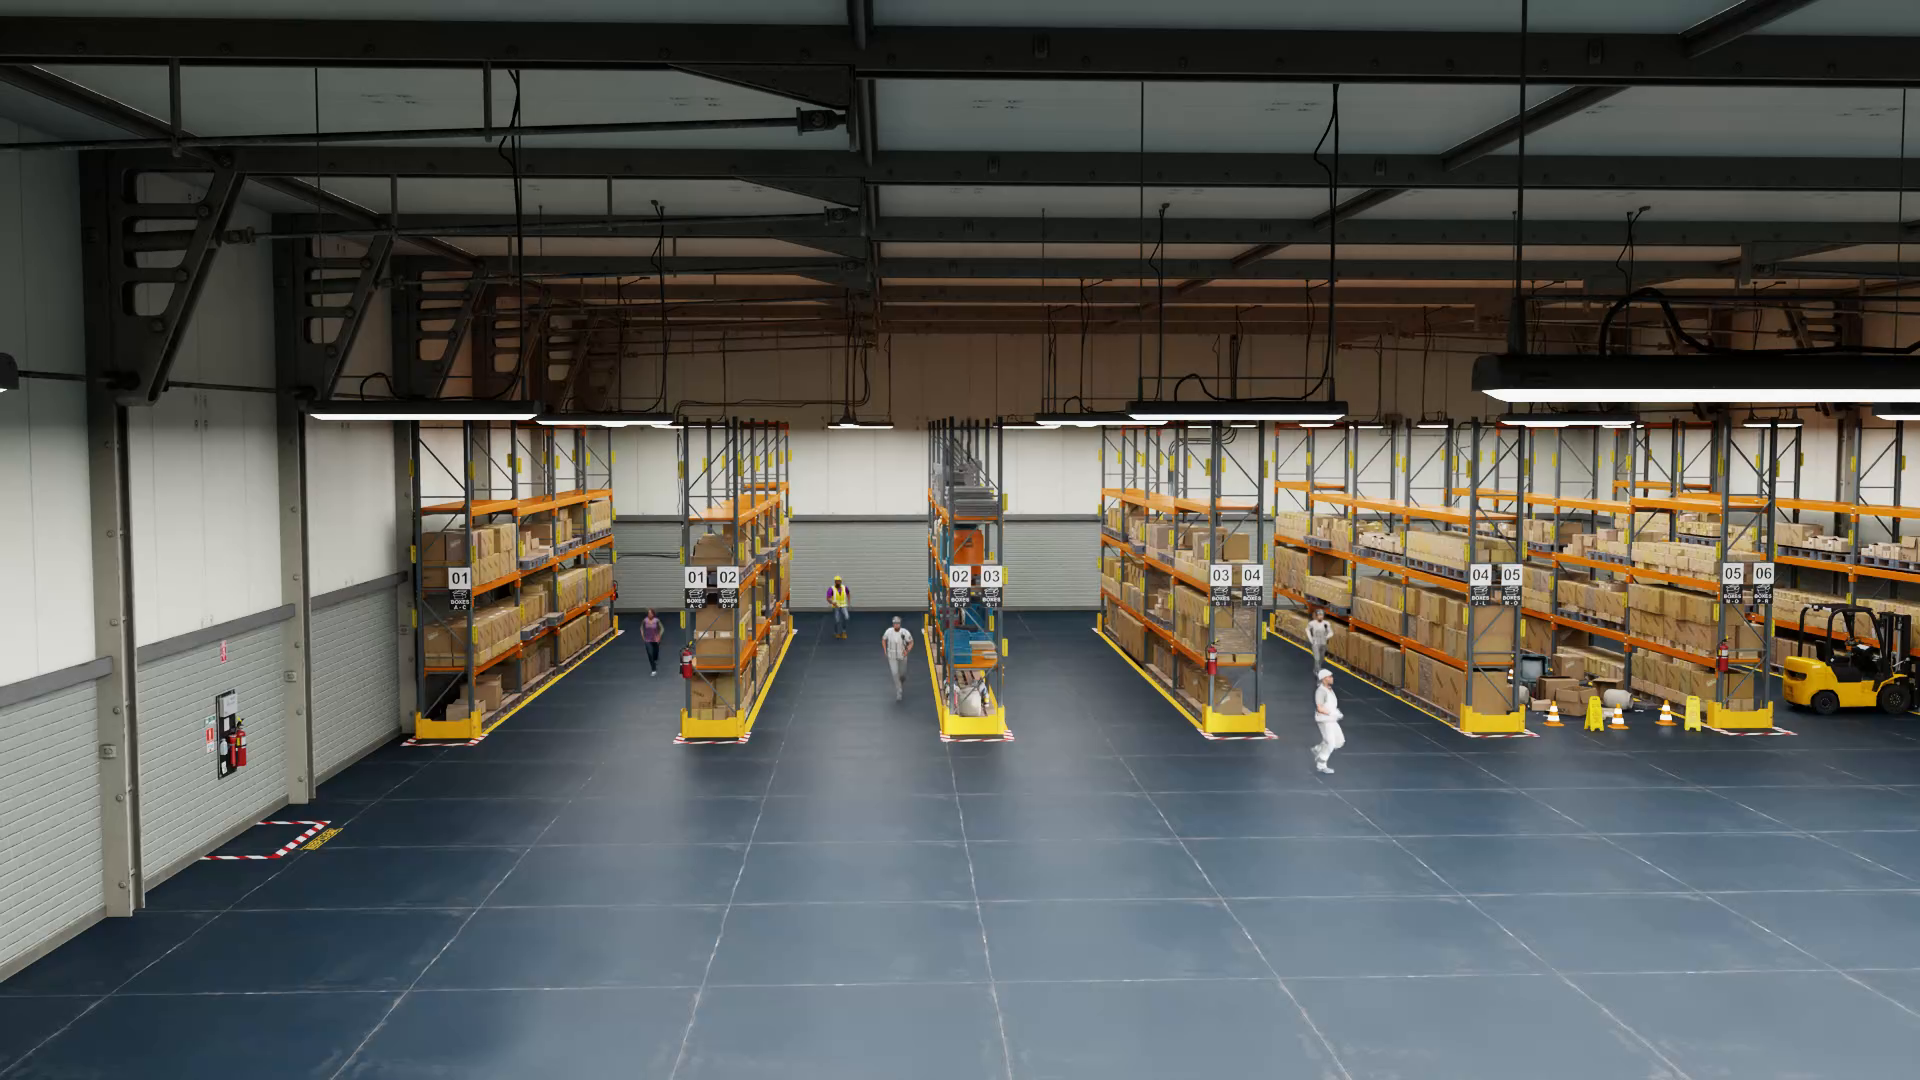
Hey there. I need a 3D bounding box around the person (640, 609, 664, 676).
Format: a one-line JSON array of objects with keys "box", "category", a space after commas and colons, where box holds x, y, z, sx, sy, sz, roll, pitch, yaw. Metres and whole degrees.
[{"box": [-7.270, 2.396, 39.228, 0.559, 1.575, 0.695, 0, 4, -4], "category": "person"}]

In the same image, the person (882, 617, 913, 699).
[{"box": [-1.350, 2.517, 35.951, 0.688, 1.770, 0.838, 0, 4, 0], "category": "person"}]

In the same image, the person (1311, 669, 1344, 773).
[{"box": [6.162, 3.034, 27.885, 0.592, 1.742, 0.655, 2, 4, 29], "category": "person"}]

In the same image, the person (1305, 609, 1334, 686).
[{"box": [8.212, 2.414, 37.904, 0.580, 1.722, 1.049, 0, 4, -5], "category": "person"}]

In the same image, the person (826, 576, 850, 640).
[{"box": [-3.321, 1.866, 45.791, 0.715, 1.753, 0.661, -1, 4, -18], "category": "person"}]
